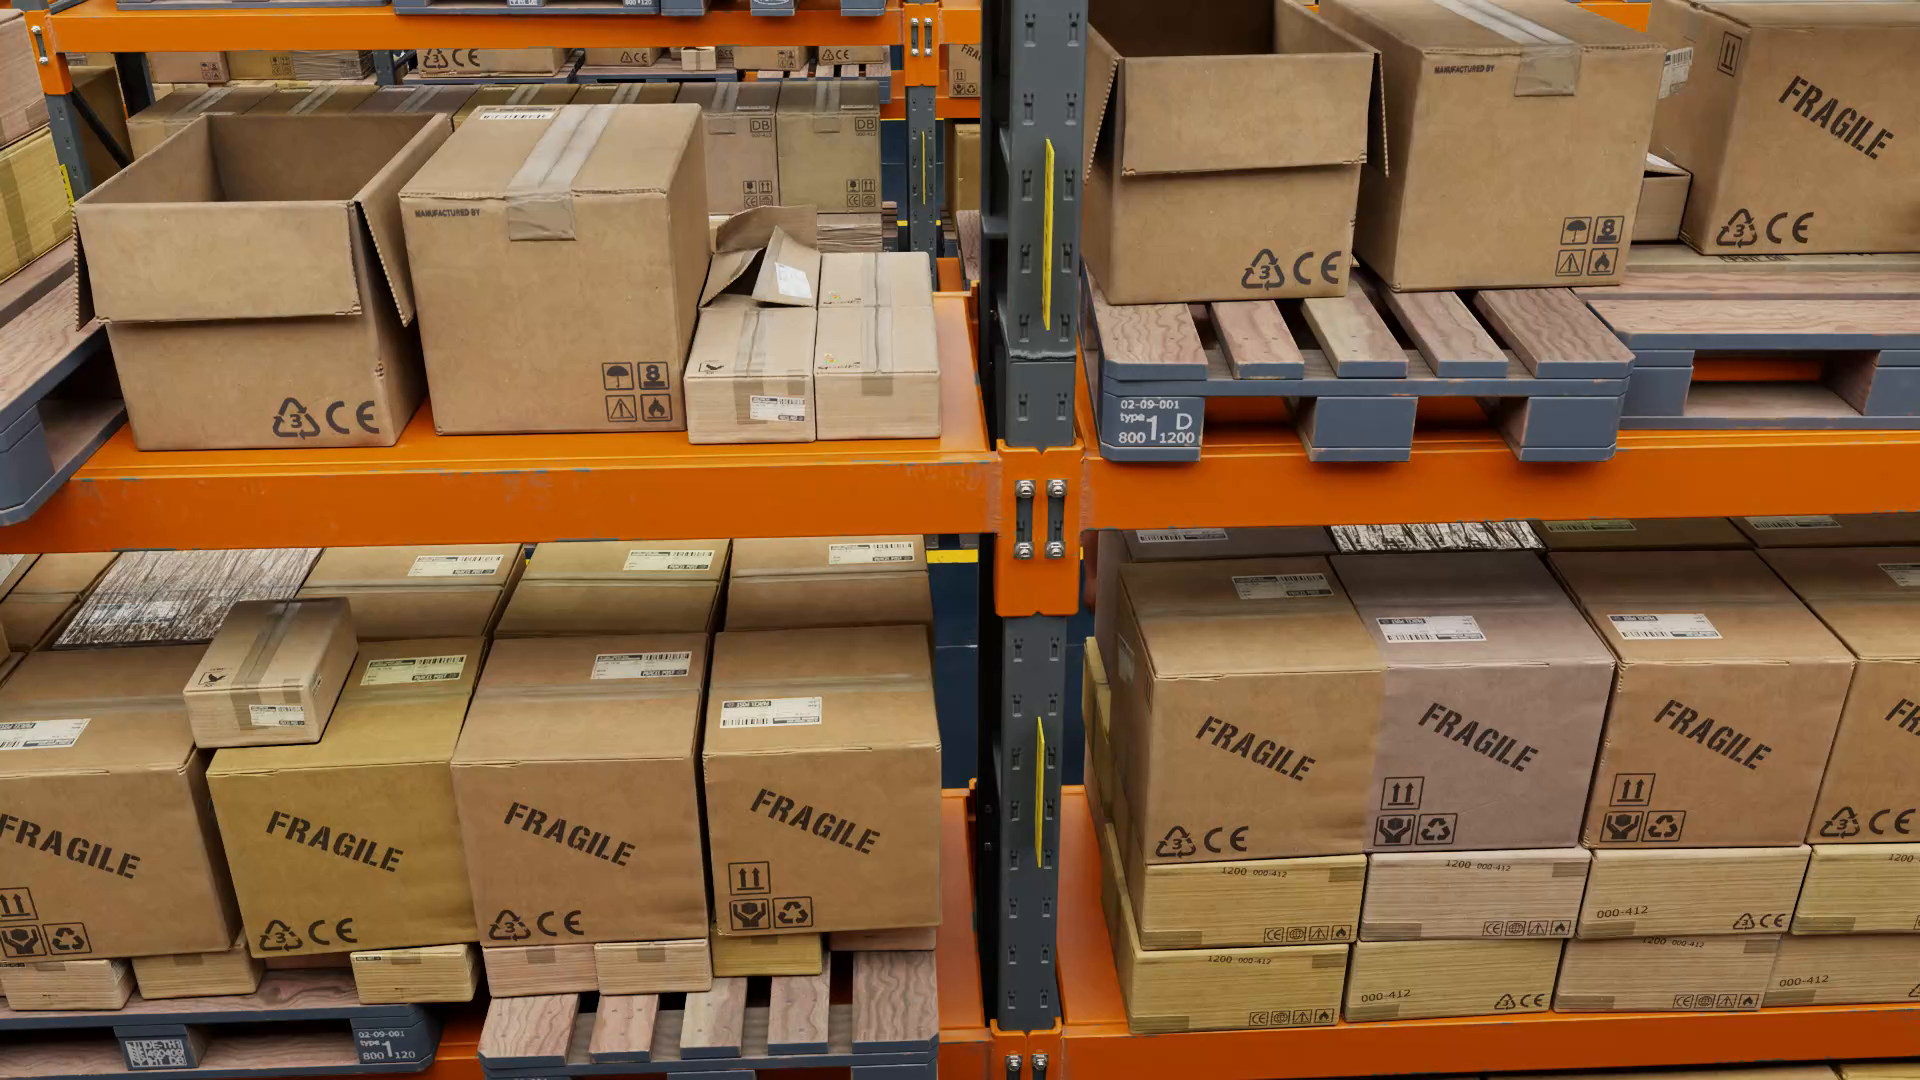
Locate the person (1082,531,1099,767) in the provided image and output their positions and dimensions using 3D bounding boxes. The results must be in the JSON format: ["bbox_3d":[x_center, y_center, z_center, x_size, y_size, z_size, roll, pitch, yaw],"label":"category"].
[{"bbox_3d":[0.806,0.153,6.808,0.619,1.756,0.461,-2,27,-5],"label":"person"}]
